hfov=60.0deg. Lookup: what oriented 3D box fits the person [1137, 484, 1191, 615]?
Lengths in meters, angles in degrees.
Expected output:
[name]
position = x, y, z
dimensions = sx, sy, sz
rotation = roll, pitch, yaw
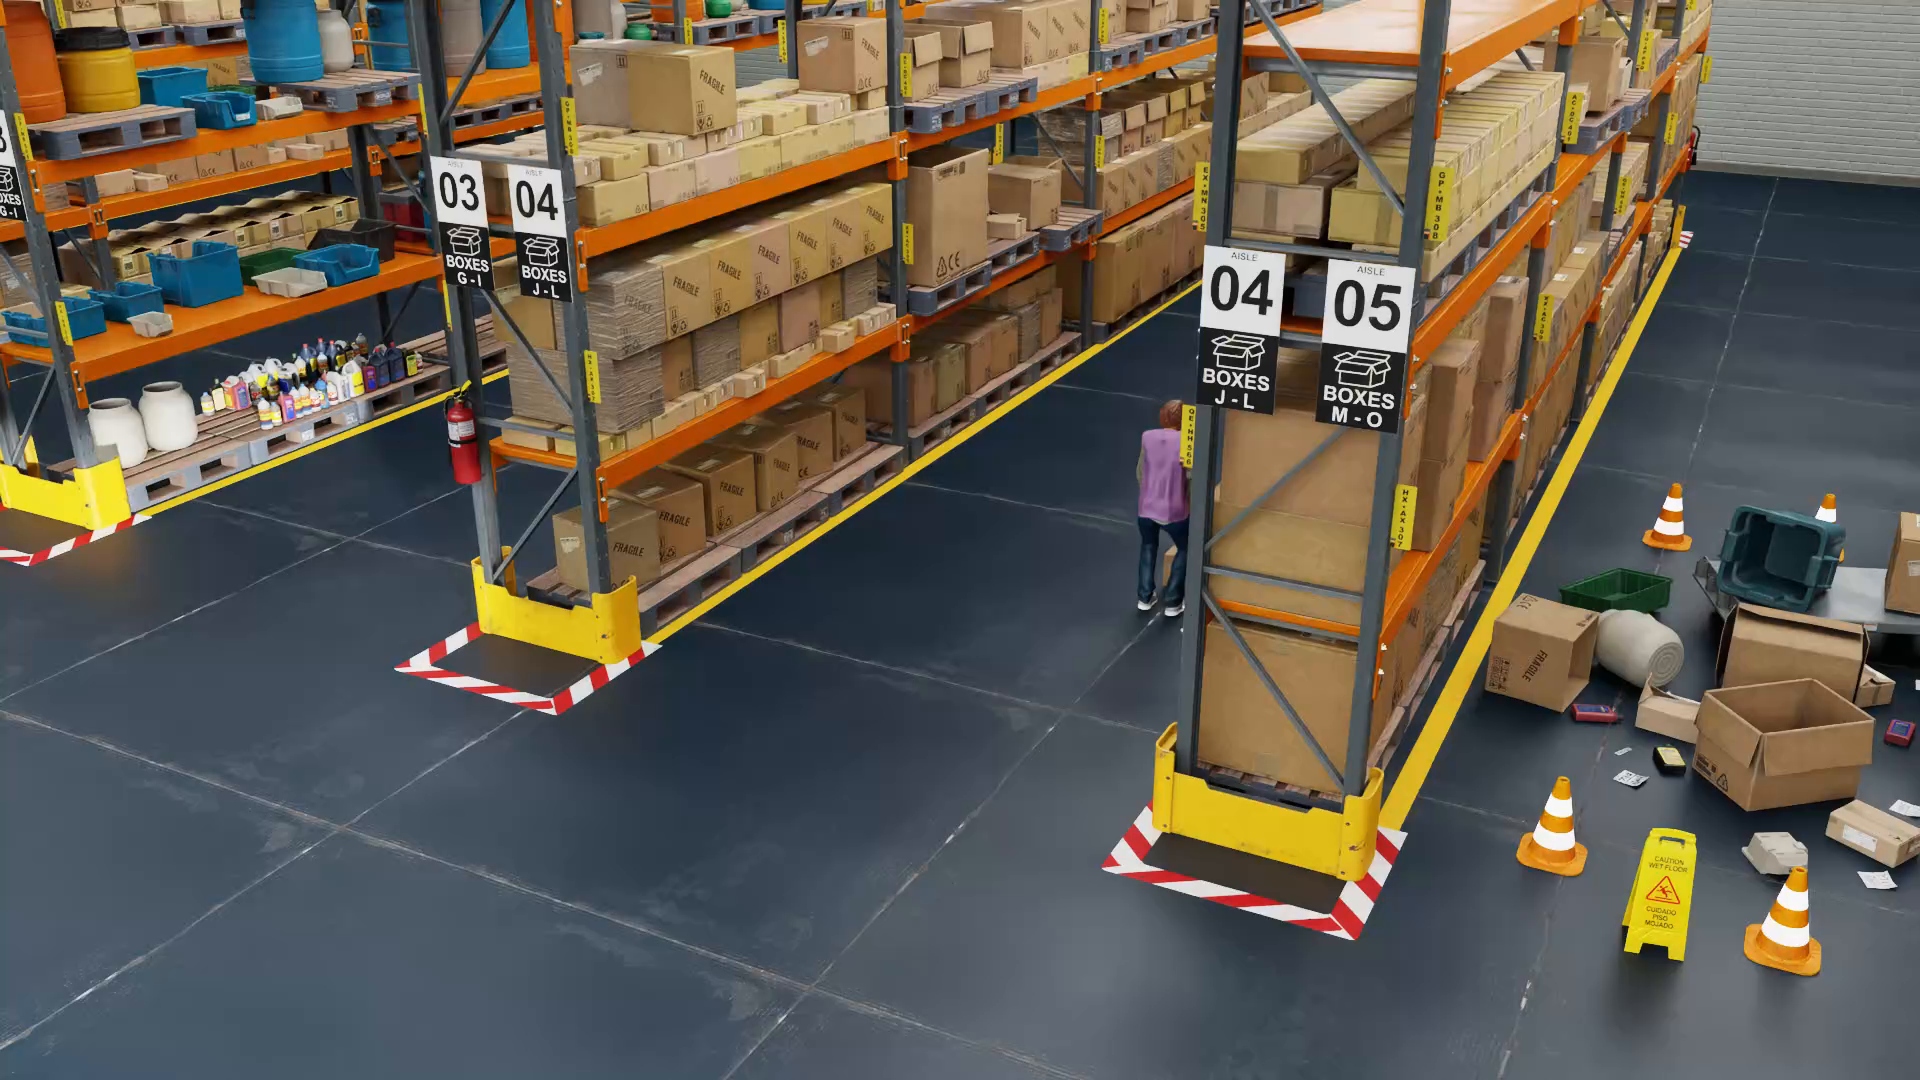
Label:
[person]
position = 1.480, -0.001, 11.603
dimensions = 0.418, 0.911, 0.858
rotation = 10, 25, 22
